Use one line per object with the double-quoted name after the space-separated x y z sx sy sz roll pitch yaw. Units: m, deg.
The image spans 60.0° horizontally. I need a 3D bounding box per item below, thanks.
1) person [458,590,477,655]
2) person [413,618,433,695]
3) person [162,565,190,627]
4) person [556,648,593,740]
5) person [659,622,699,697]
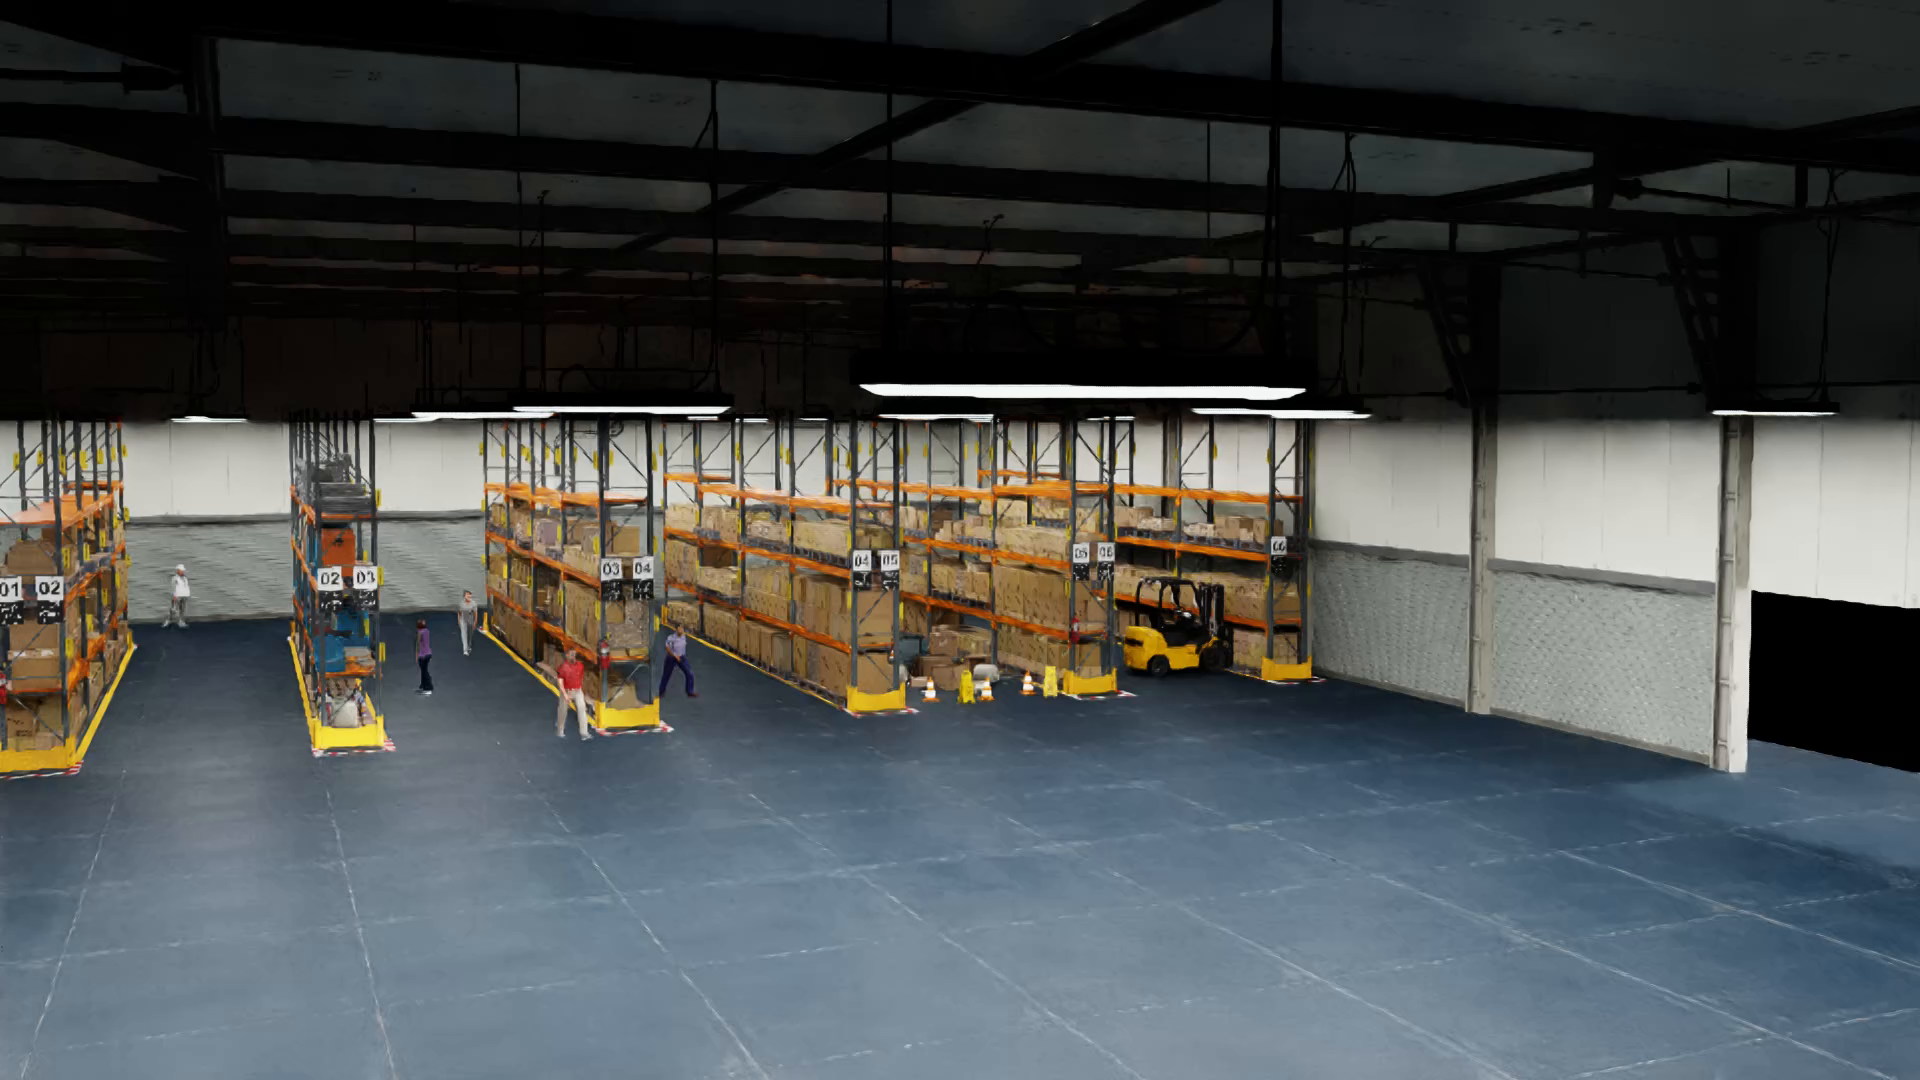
-12.204 2.021 41.271 0.445 1.591 1.110 -2 4 -25 "person"
-11.367 2.451 35.149 0.527 1.592 0.522 1 4 9 "person"
-22.036 1.575 46.714 0.513 1.764 0.722 2 4 23 "person"
-7.033 2.771 30.067 0.536 1.659 1.036 -2 5 -31 "person"
-5.925 2.497 34.775 0.655 1.564 0.824 -3 5 -41 "person"
